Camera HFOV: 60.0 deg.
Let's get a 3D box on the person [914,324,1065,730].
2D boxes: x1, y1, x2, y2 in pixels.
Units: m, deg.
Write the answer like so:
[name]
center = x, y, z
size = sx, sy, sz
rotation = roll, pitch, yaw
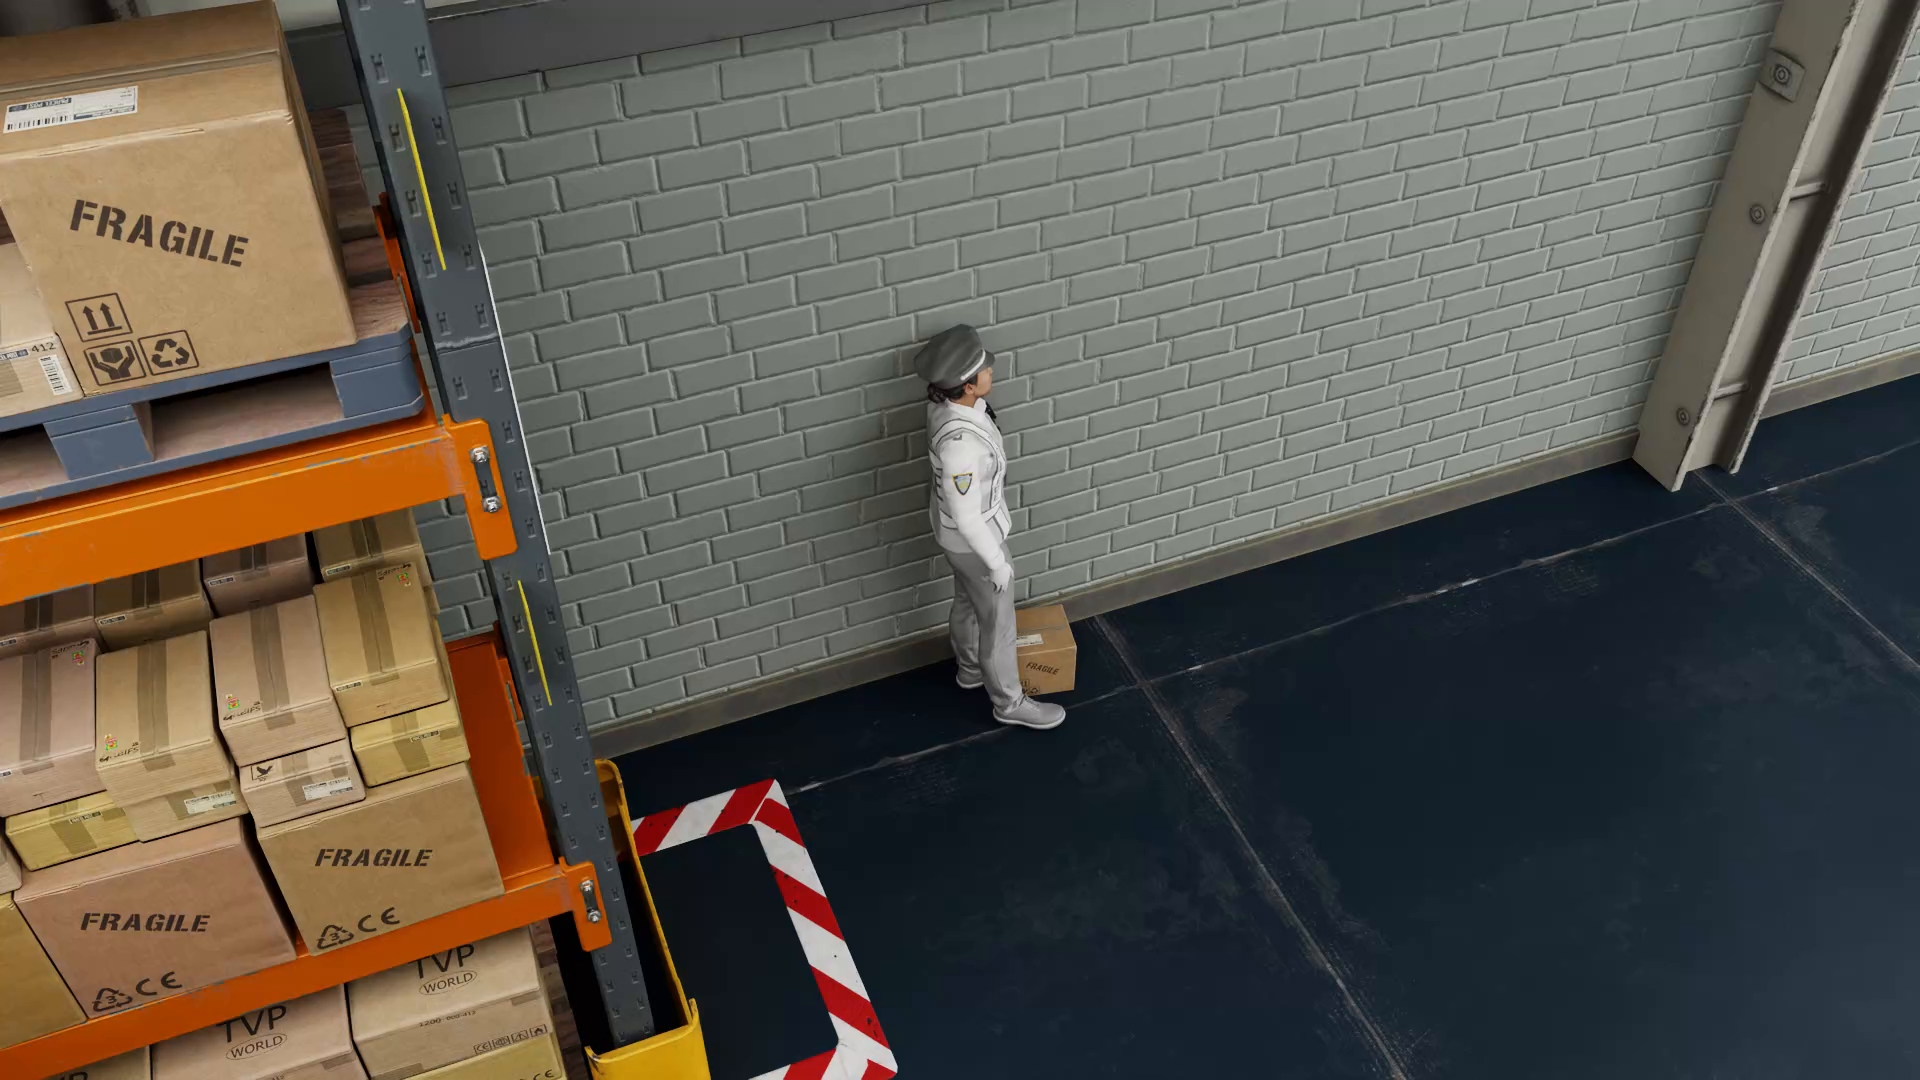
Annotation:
[person]
center = 0.117, -0.048, 6.184
size = 0.531, 1.684, 0.587
rotation = -6, 42, -7
